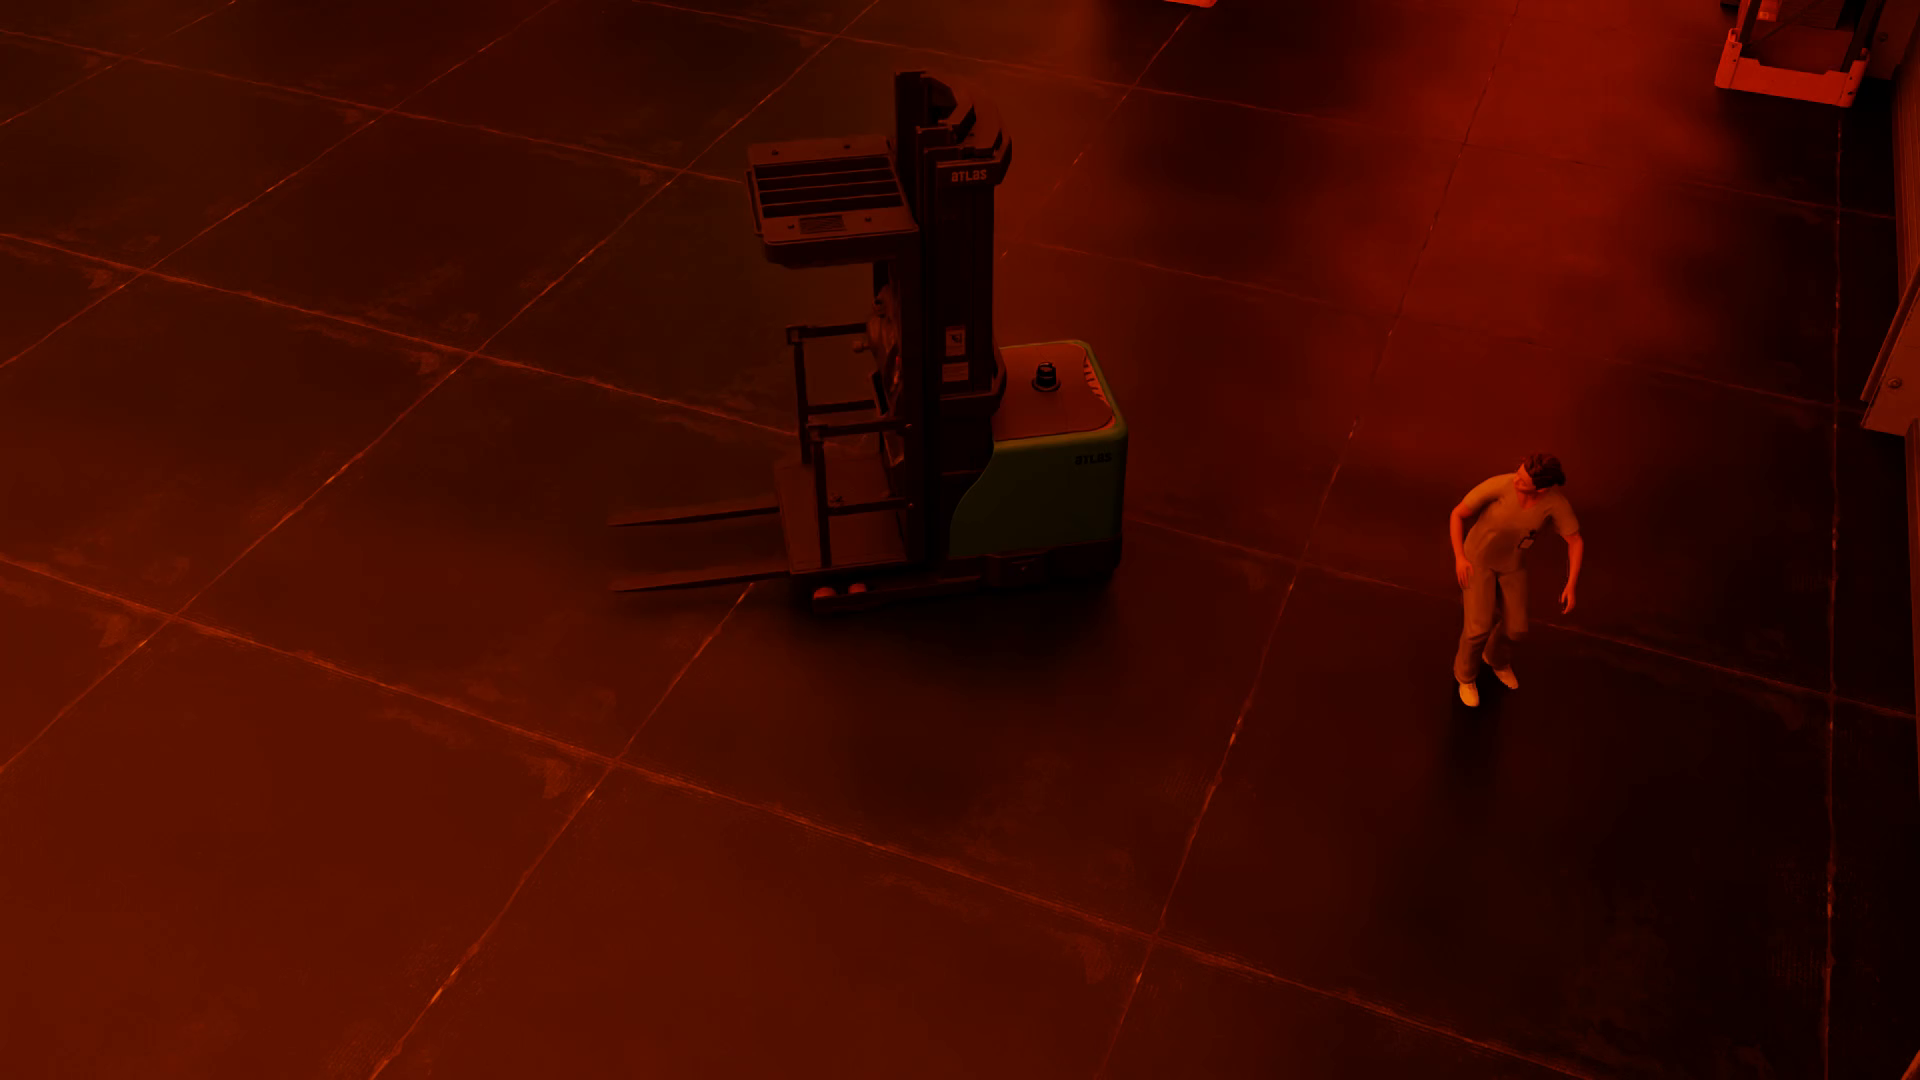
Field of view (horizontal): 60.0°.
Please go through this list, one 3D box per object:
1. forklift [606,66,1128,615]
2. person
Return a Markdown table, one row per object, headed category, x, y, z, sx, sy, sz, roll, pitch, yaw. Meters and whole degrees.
| category | x | y | z | sx | sy | sz | roll | pitch | yaw |
| --- | --- | --- | --- | --- | --- | --- | --- | --- | --- |
| forklift | -0.600 | -1.051 | 9.262 | 3.031 | 2.935 | 1.130 | -7 | 40 | -8 |
| person | 2.905 | 0.218 | 8.823 | 0.674 | 1.606 | 0.566 | 2 | 40 | 2 |
